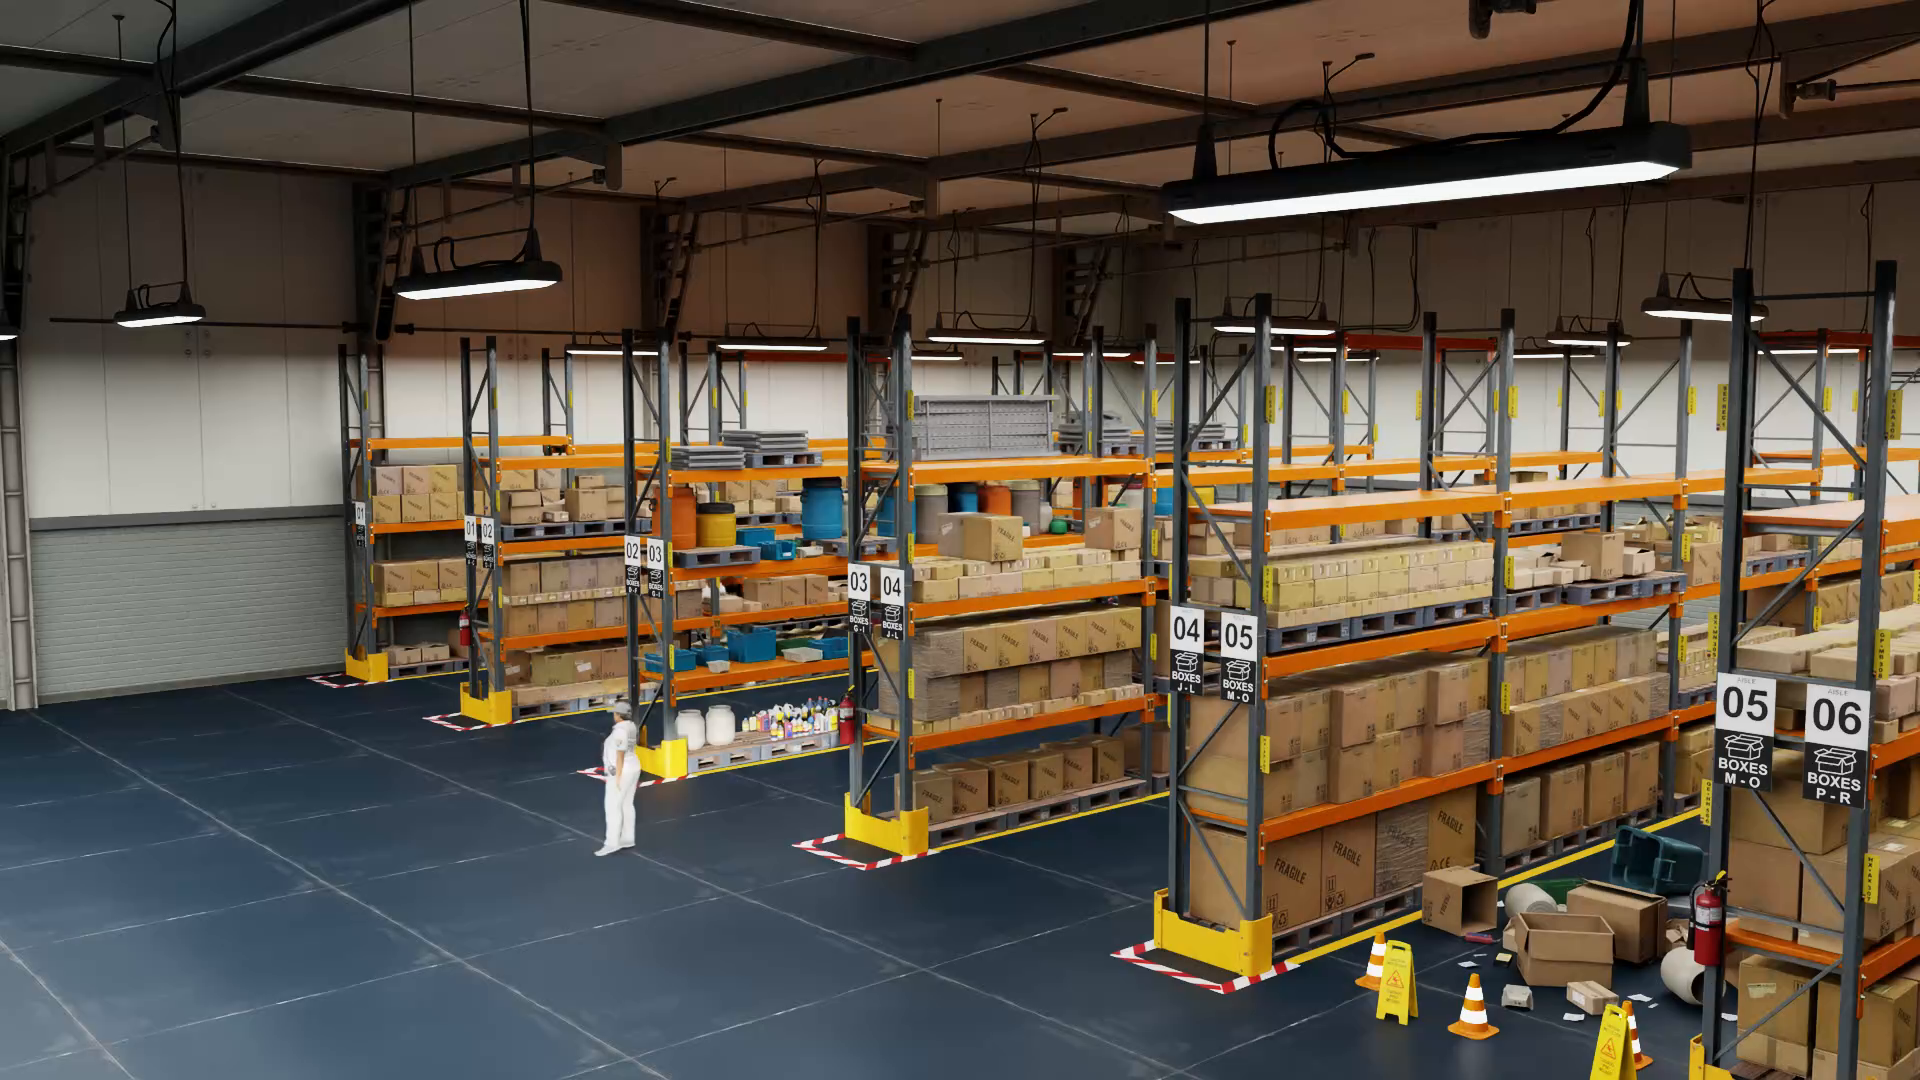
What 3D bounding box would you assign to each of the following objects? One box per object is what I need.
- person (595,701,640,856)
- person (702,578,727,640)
[{"bbox_3d":[-3.847,2.674,18.732,0.435,1.702,0.572,1,5,8],"label":"person"},{"bbox_3d":[-4.832,1.429,32.109,0.482,1.724,1.028,4,7,40],"label":"person"}]
